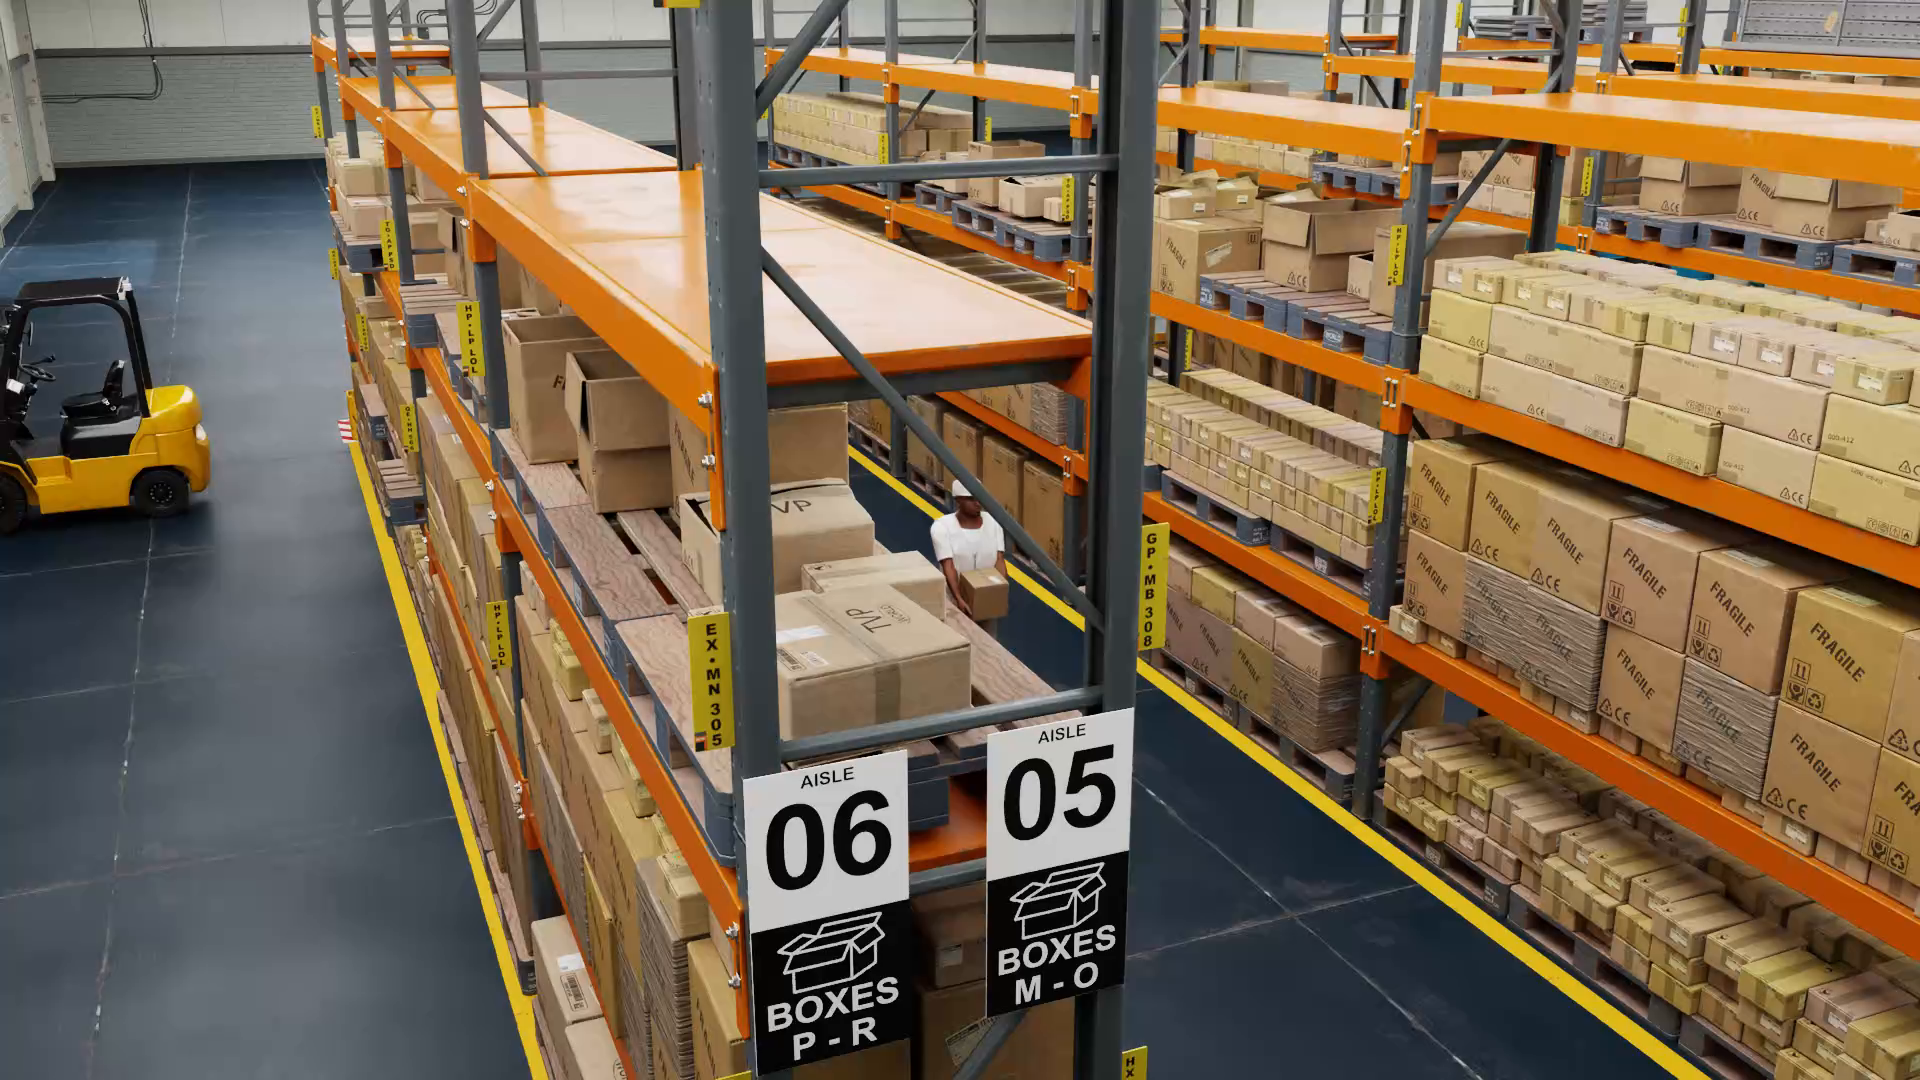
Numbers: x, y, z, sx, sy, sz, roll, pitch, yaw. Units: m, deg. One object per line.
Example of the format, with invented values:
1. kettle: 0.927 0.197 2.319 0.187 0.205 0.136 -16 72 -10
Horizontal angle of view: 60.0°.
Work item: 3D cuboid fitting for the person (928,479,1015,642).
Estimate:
1. person: 0.081 0.426 11.276 0.637 1.761 0.460 -8 20 -23
